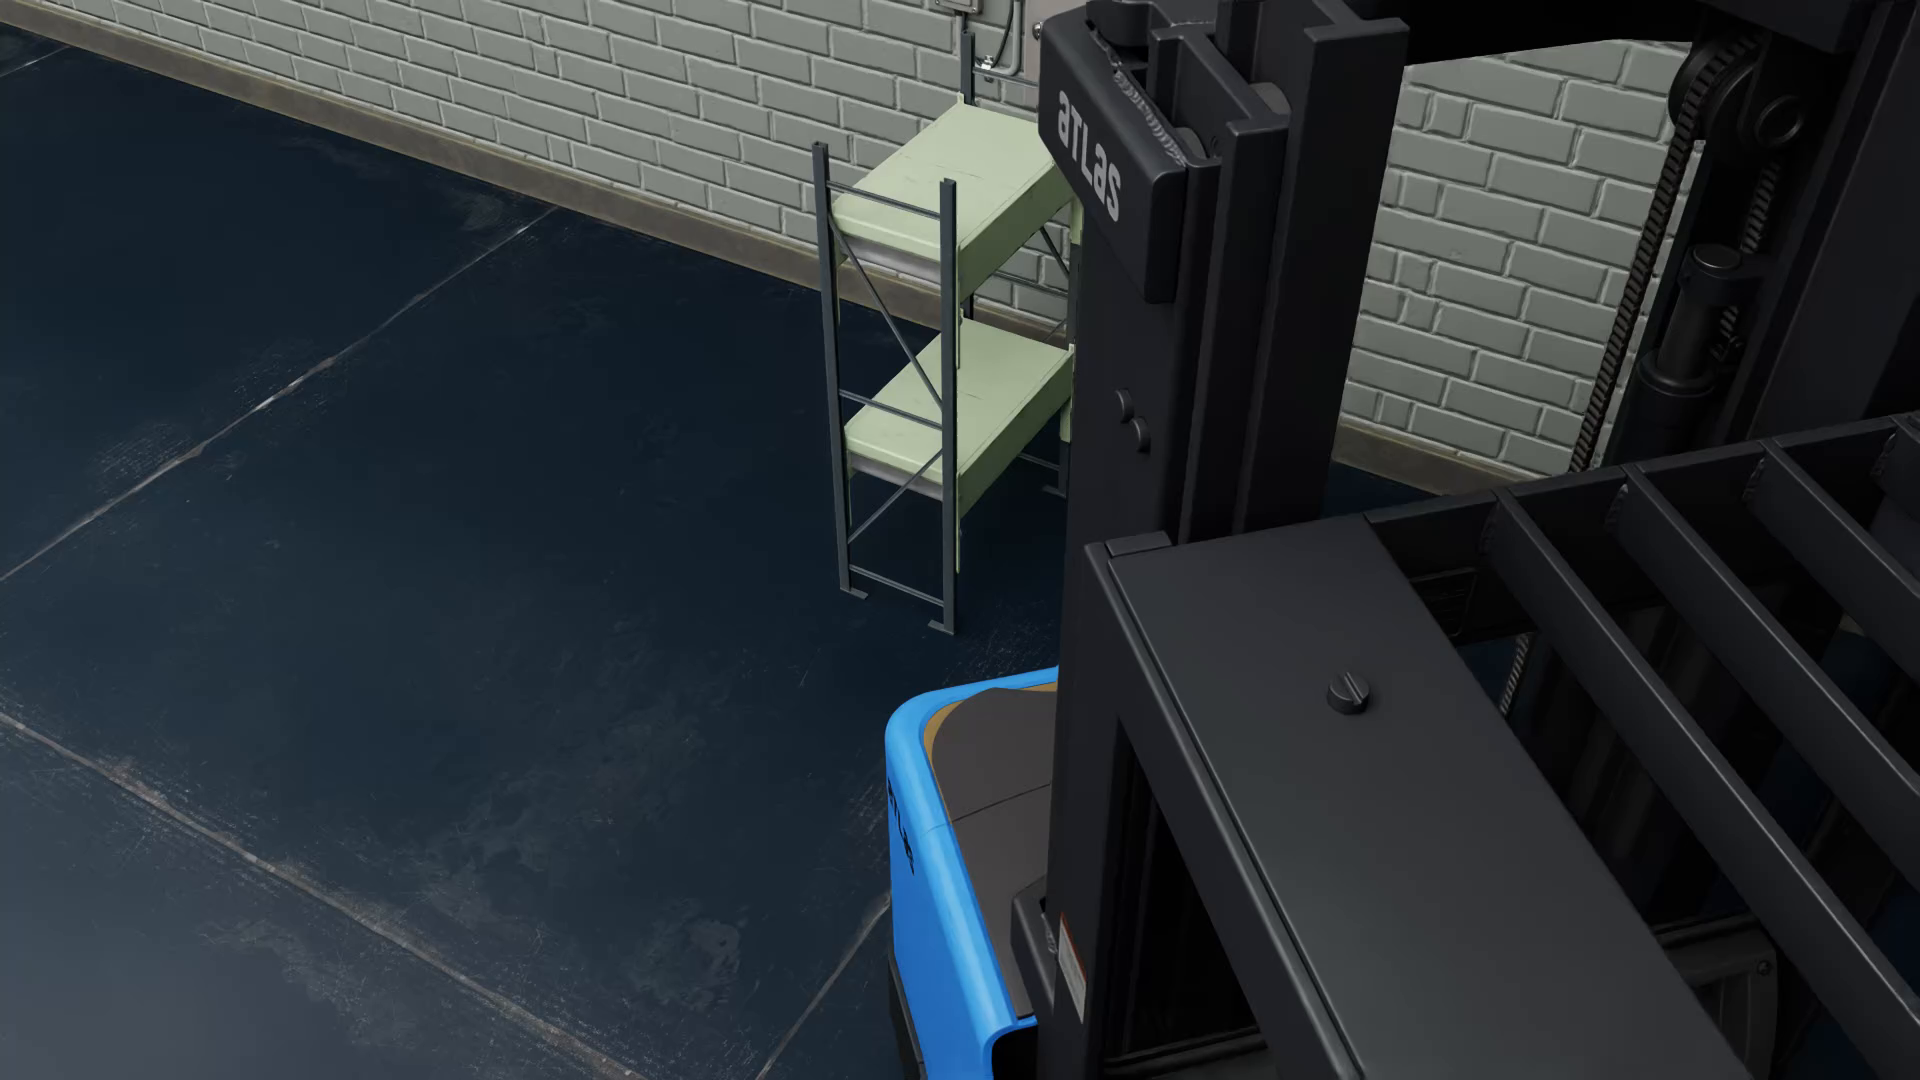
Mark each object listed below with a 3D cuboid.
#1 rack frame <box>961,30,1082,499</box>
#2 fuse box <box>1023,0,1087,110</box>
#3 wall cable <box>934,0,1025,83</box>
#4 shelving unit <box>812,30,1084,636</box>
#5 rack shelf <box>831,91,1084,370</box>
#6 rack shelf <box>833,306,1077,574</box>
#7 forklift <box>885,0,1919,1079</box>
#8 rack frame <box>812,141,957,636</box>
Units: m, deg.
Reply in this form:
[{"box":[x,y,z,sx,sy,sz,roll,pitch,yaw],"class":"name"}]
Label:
[{"box":[0.180,-0.768,4.988,0.400,1.500,0.023,21,45,22],"class":"rack frame"},{"box":[0.456,-1.073,5.174,0.539,1.711,0.414,21,45,22],"class":"fuse box"},{"box":[-0.056,-2.254,4.771,0.588,1.984,0.122,21,45,22],"class":"wall cable"},{"box":[-0.003,-0.559,4.750,0.431,1.500,0.755,21,45,22],"class":"shelving unit"},{"box":[-0.003,-0.852,4.492,0.431,0.370,0.720,21,45,22],"class":"rack shelf"},{"box":[-0.003,-0.314,4.965,0.431,0.370,0.720,21,45,22],"class":"rack shelf"},{"box":[0.712,0.877,2.037,1.130,2.935,3.031,-10,42,-11],"class":"forklift"},{"box":[-0.186,-0.350,4.512,0.400,1.500,0.023,21,45,22],"class":"rack frame"}]
